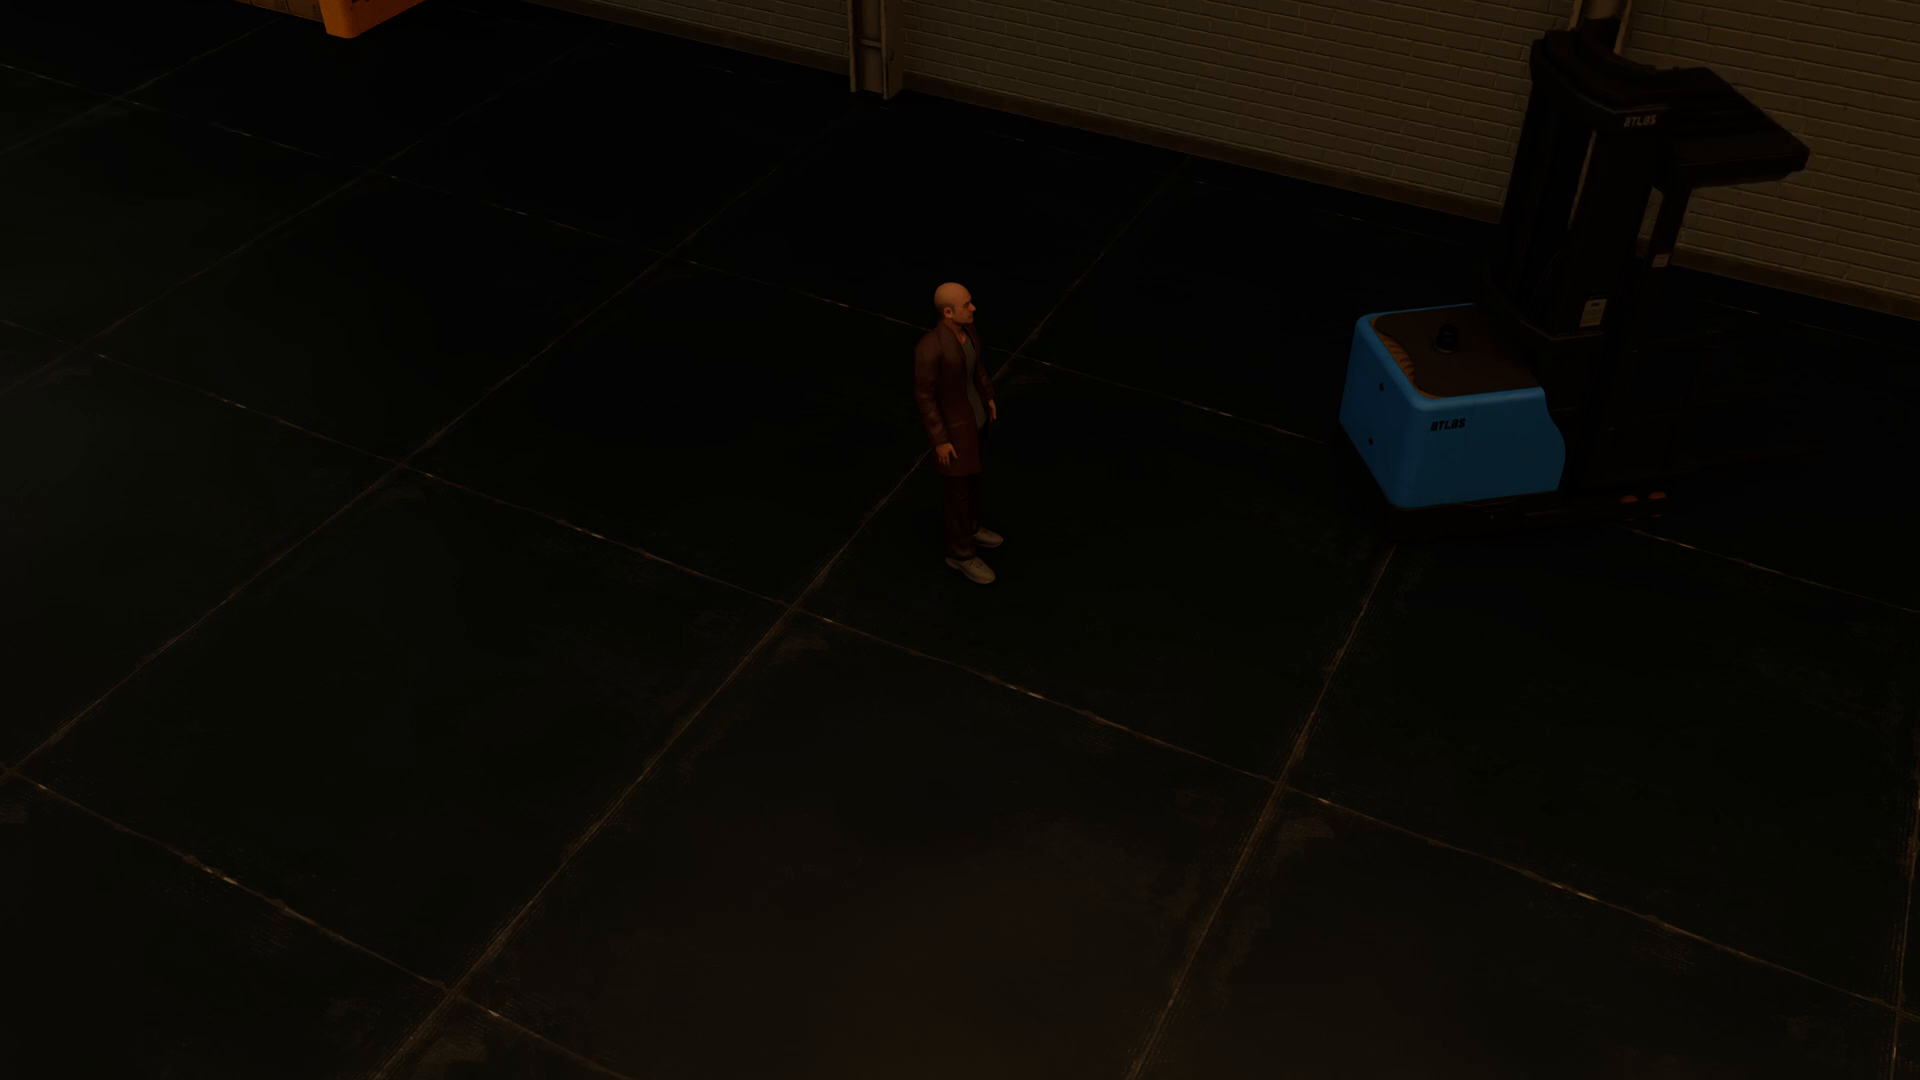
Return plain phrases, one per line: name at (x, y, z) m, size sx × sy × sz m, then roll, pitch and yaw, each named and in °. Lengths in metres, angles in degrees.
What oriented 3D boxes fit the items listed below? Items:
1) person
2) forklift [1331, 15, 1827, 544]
person at (0.080, -0.656, 9.649) m, size 0.579 × 1.778 × 0.698 m, roll 18°, pitch 43°, yaw 21°
forklift at (3.991, -1.566, 9.846) m, size 3.031 × 2.935 × 1.130 m, roll -7°, pitch 41°, yaw -8°
